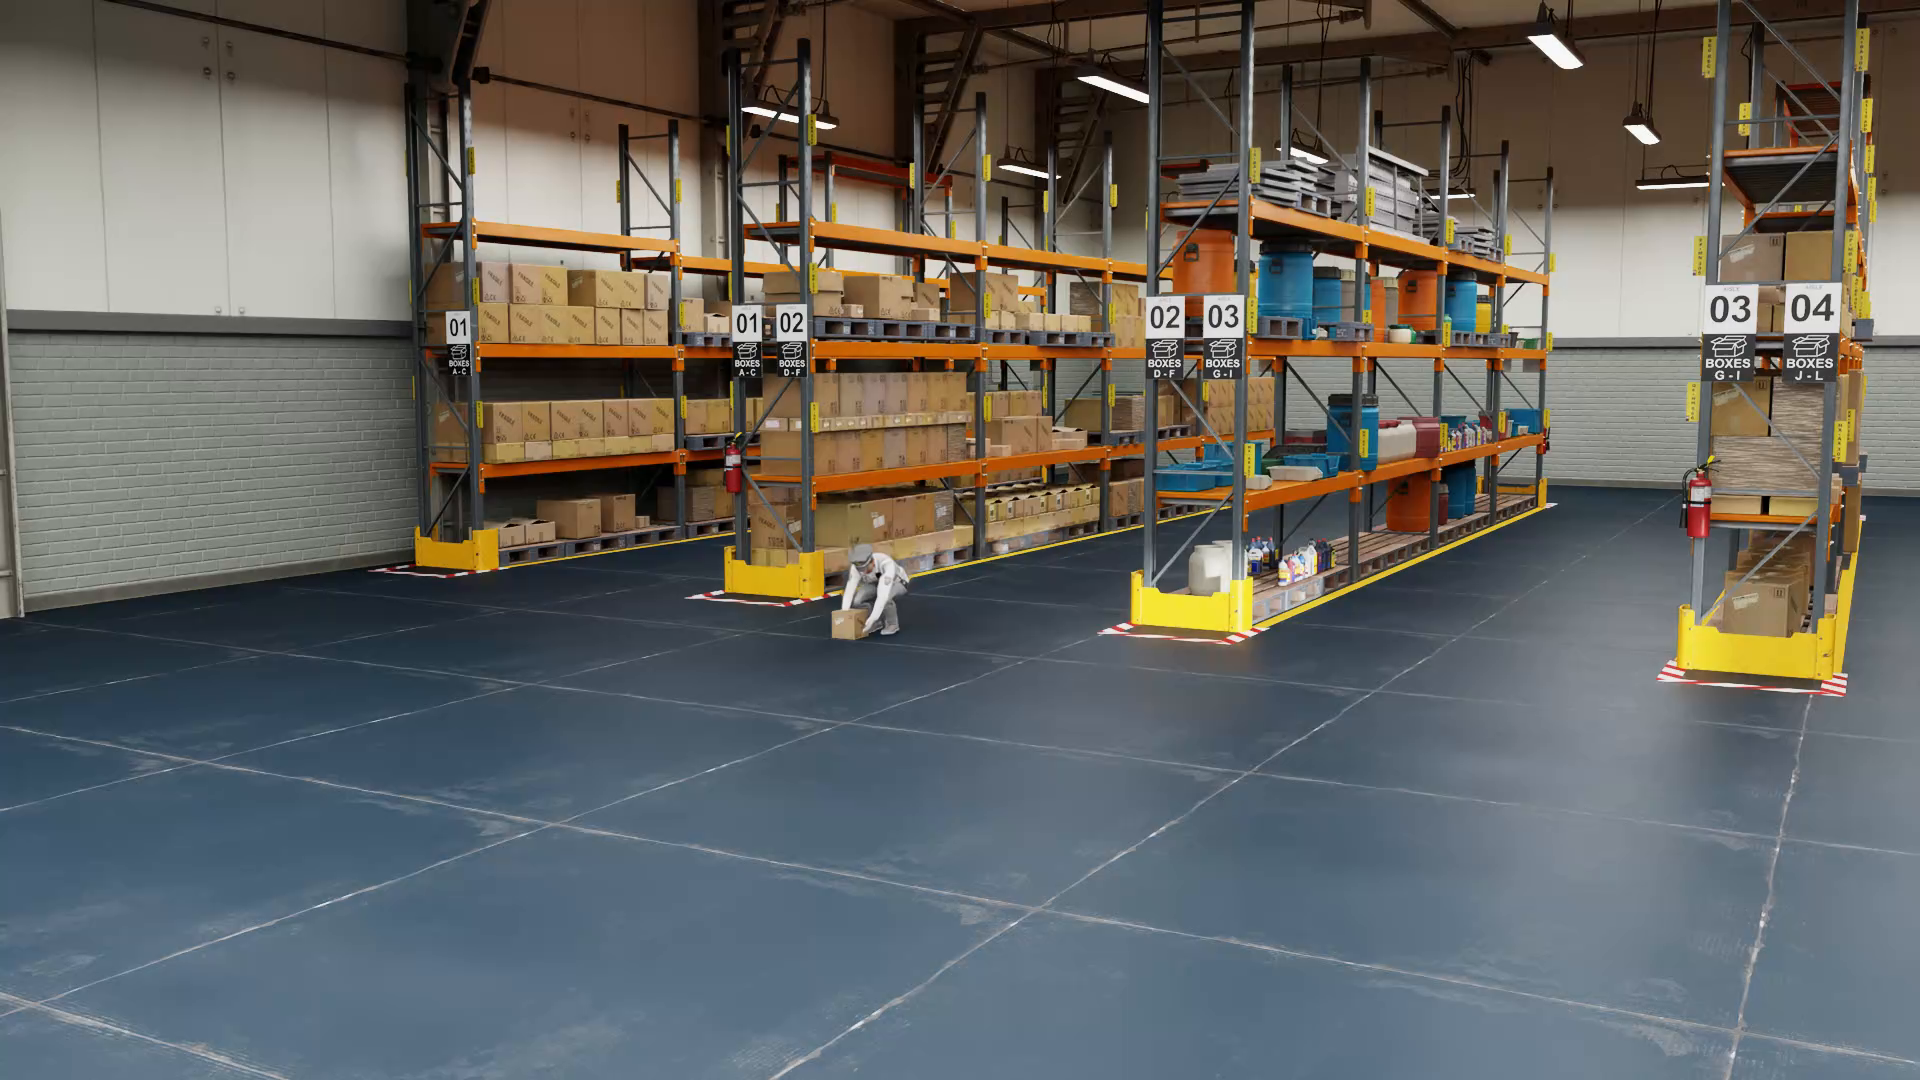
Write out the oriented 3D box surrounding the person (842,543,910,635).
[{"bbox_3d":[-0.805,0.452,15.773,0.489,0.899,0.857,3,7,29],"label":"person"}]
